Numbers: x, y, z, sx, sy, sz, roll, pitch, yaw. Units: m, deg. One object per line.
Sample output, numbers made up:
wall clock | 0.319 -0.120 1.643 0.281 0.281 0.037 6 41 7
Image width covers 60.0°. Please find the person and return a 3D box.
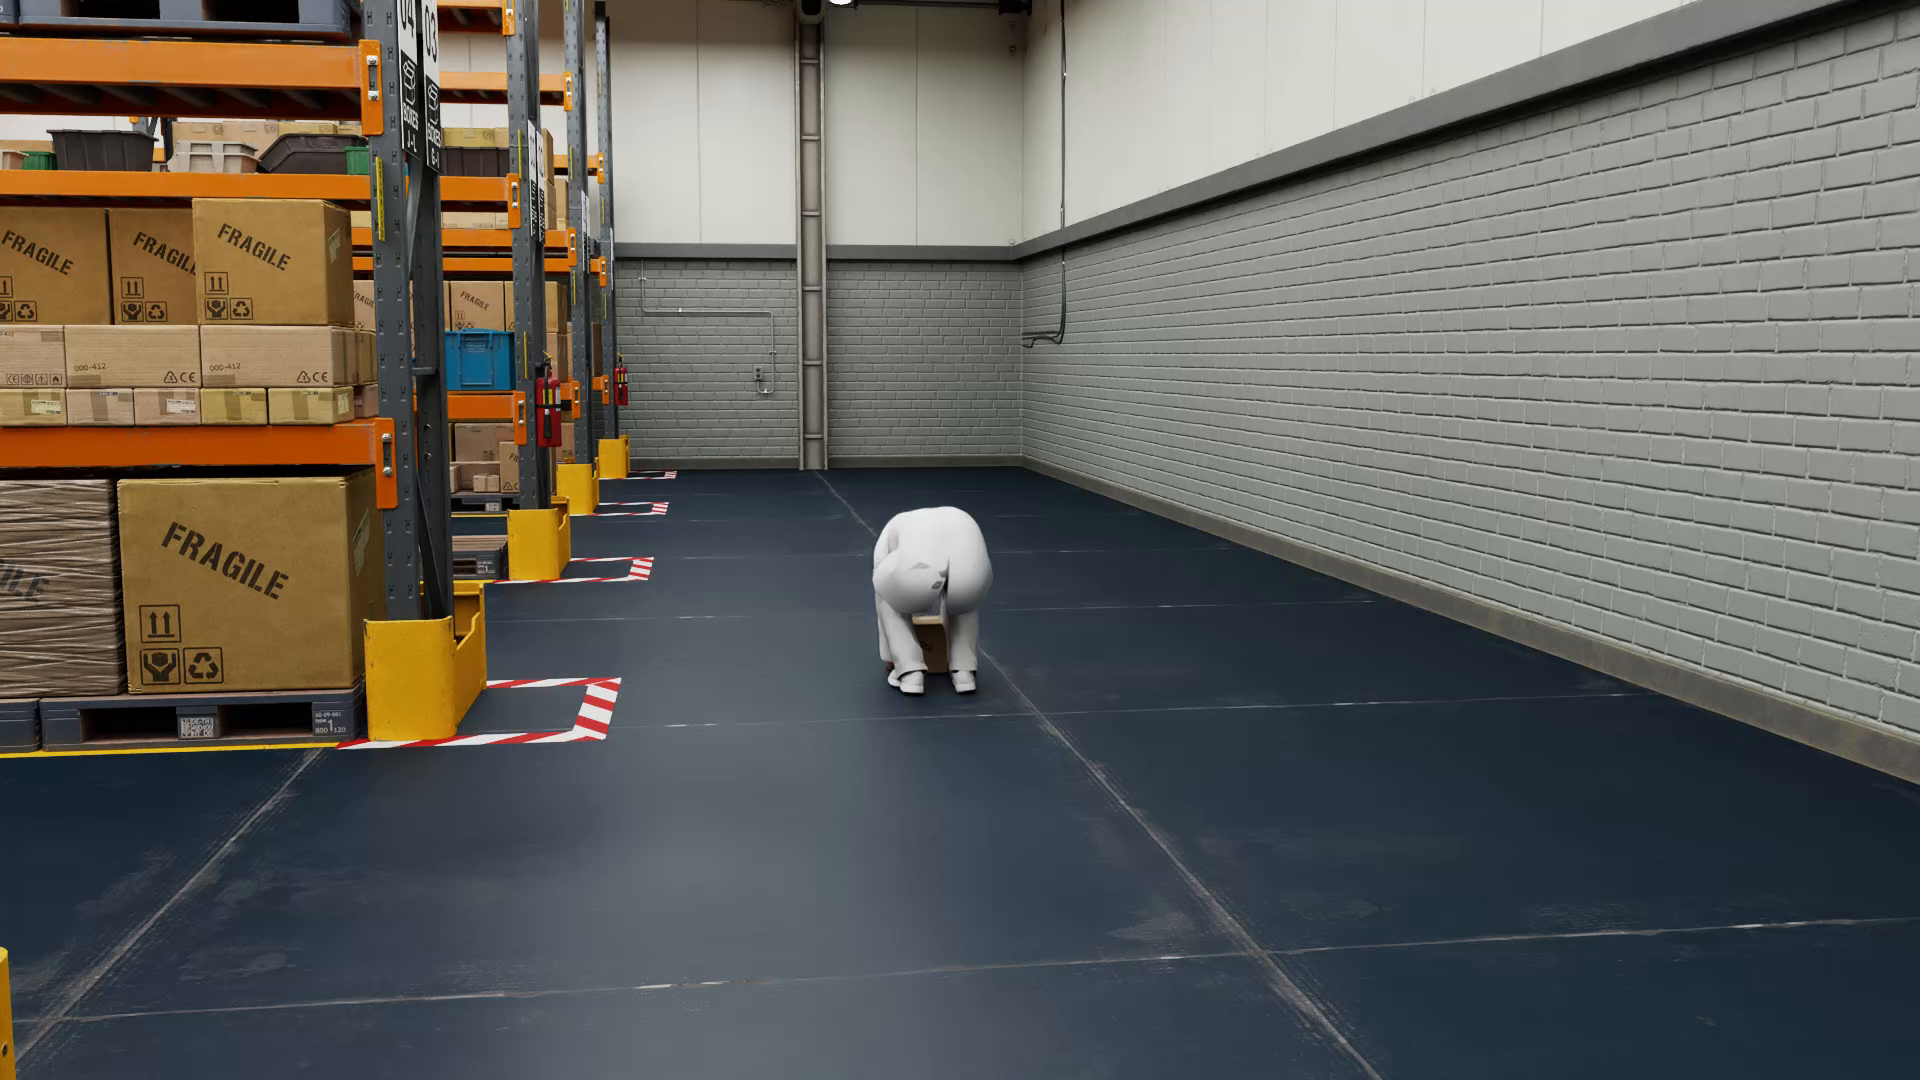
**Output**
person | -0.147 0.270 8.047 0.590 0.887 0.953 -1 6 -11
